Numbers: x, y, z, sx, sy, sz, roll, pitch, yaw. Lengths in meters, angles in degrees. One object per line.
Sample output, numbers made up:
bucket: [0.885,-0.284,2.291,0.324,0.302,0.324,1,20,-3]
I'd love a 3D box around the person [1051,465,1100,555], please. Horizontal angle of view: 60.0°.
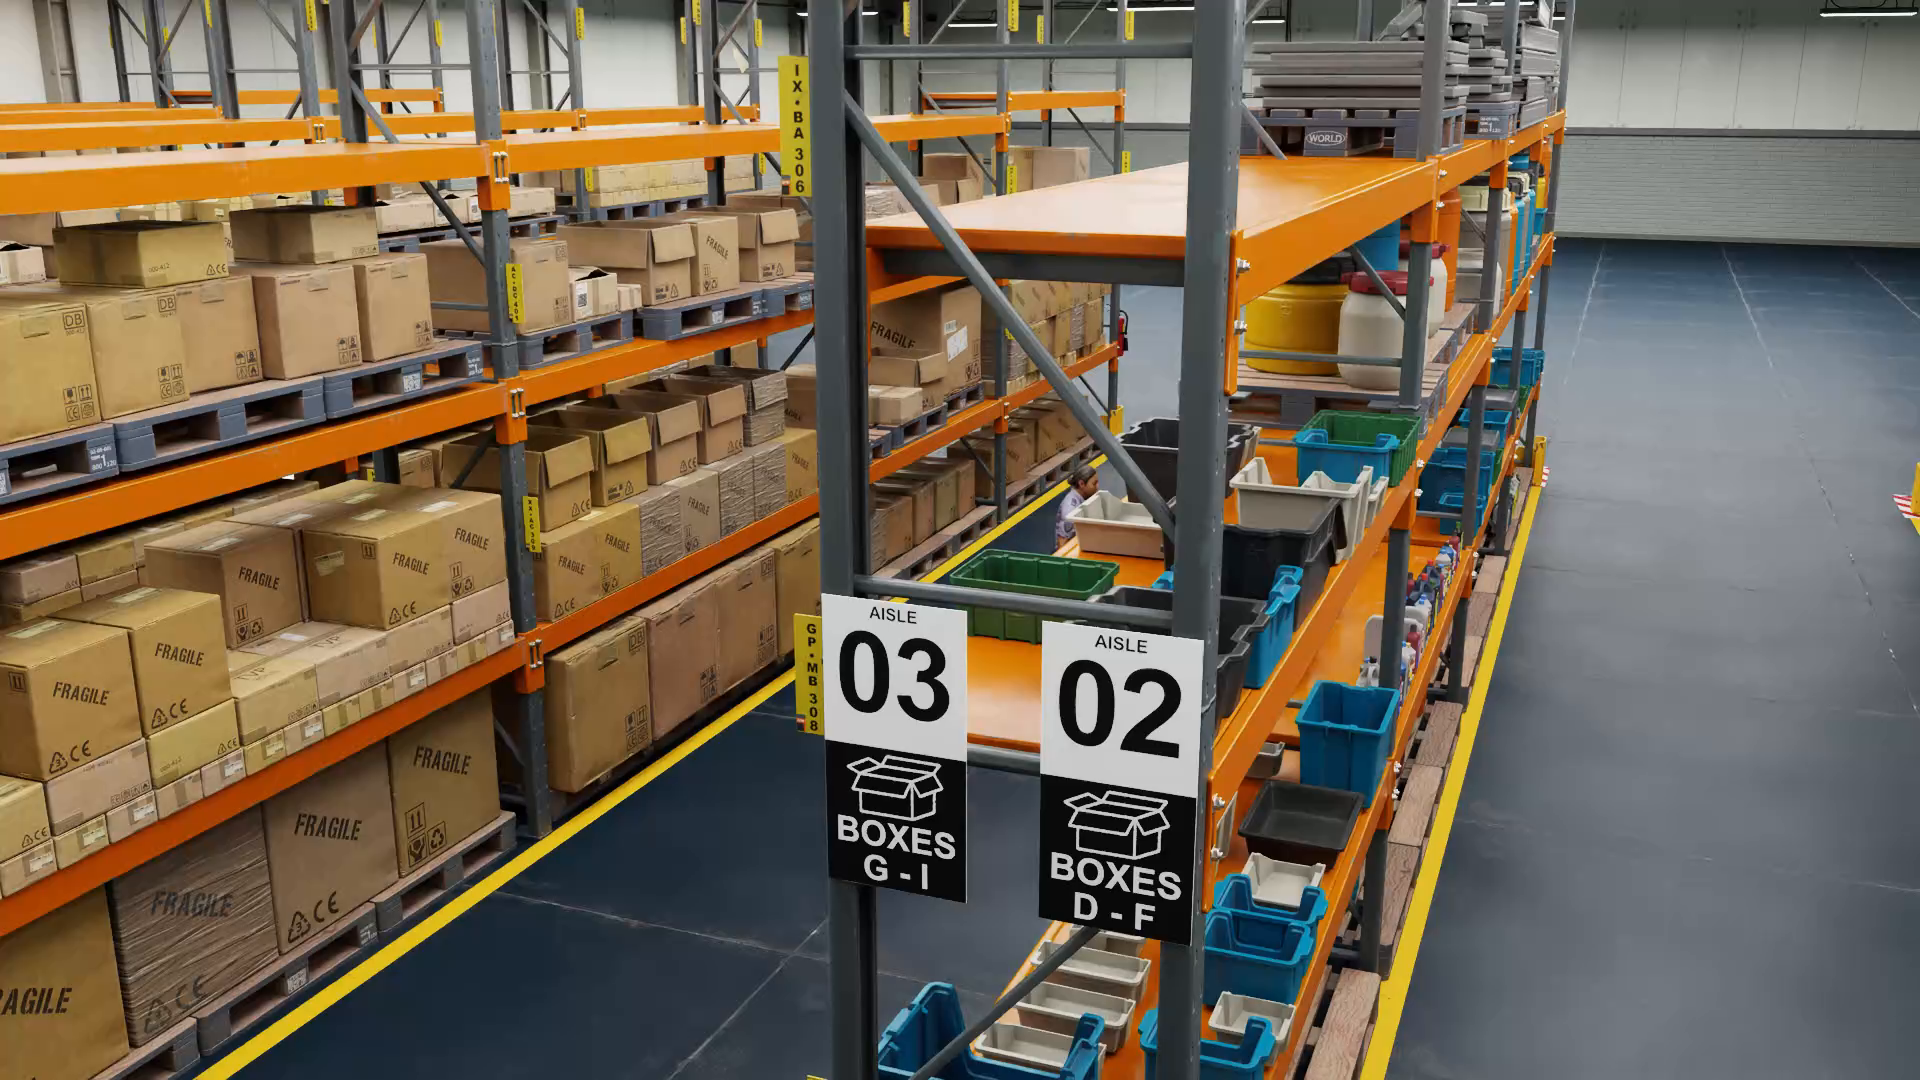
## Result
person: [0.873,0.236,12.699,0.377,1.647,0.557,5,16,18]
